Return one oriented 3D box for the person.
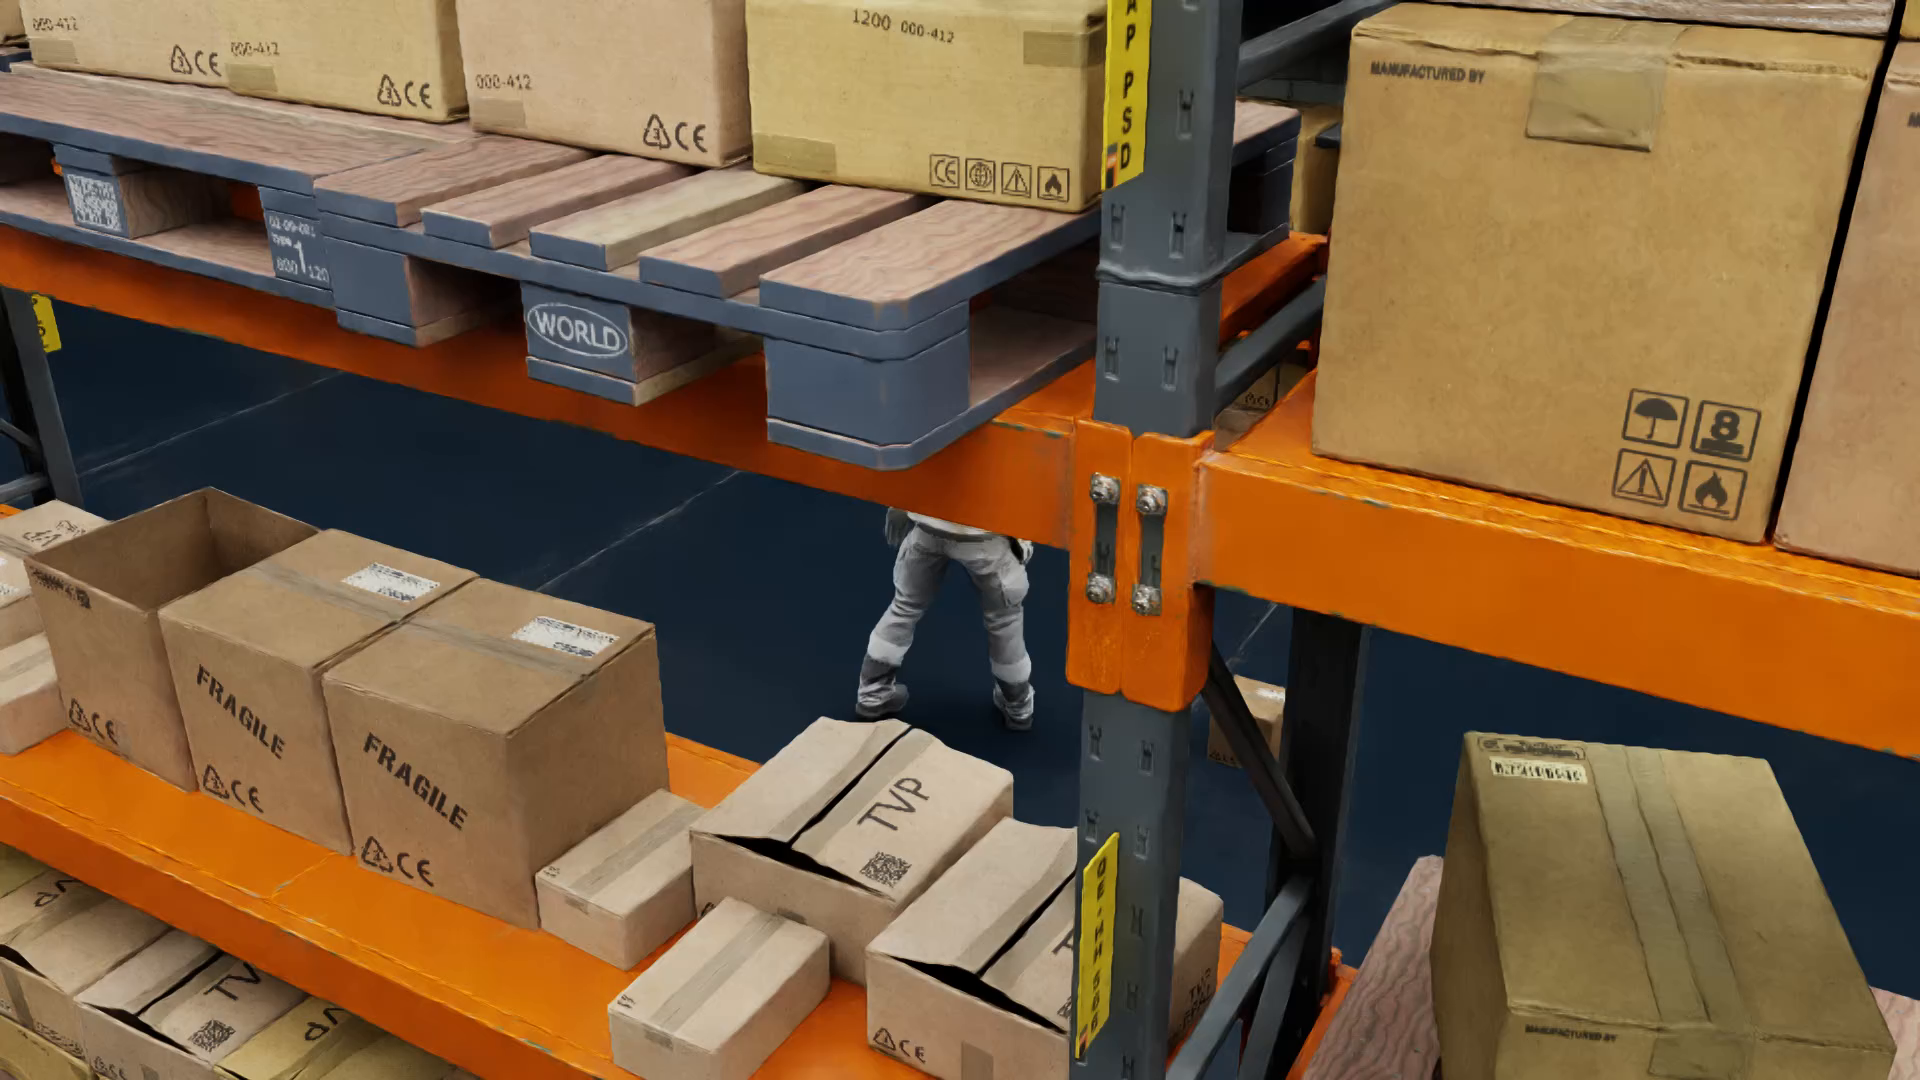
[{"bbox_3d":[-0.031,-0.086,6.267,0.644,1.783,0.551,18,31,32],"label":"person"}]
